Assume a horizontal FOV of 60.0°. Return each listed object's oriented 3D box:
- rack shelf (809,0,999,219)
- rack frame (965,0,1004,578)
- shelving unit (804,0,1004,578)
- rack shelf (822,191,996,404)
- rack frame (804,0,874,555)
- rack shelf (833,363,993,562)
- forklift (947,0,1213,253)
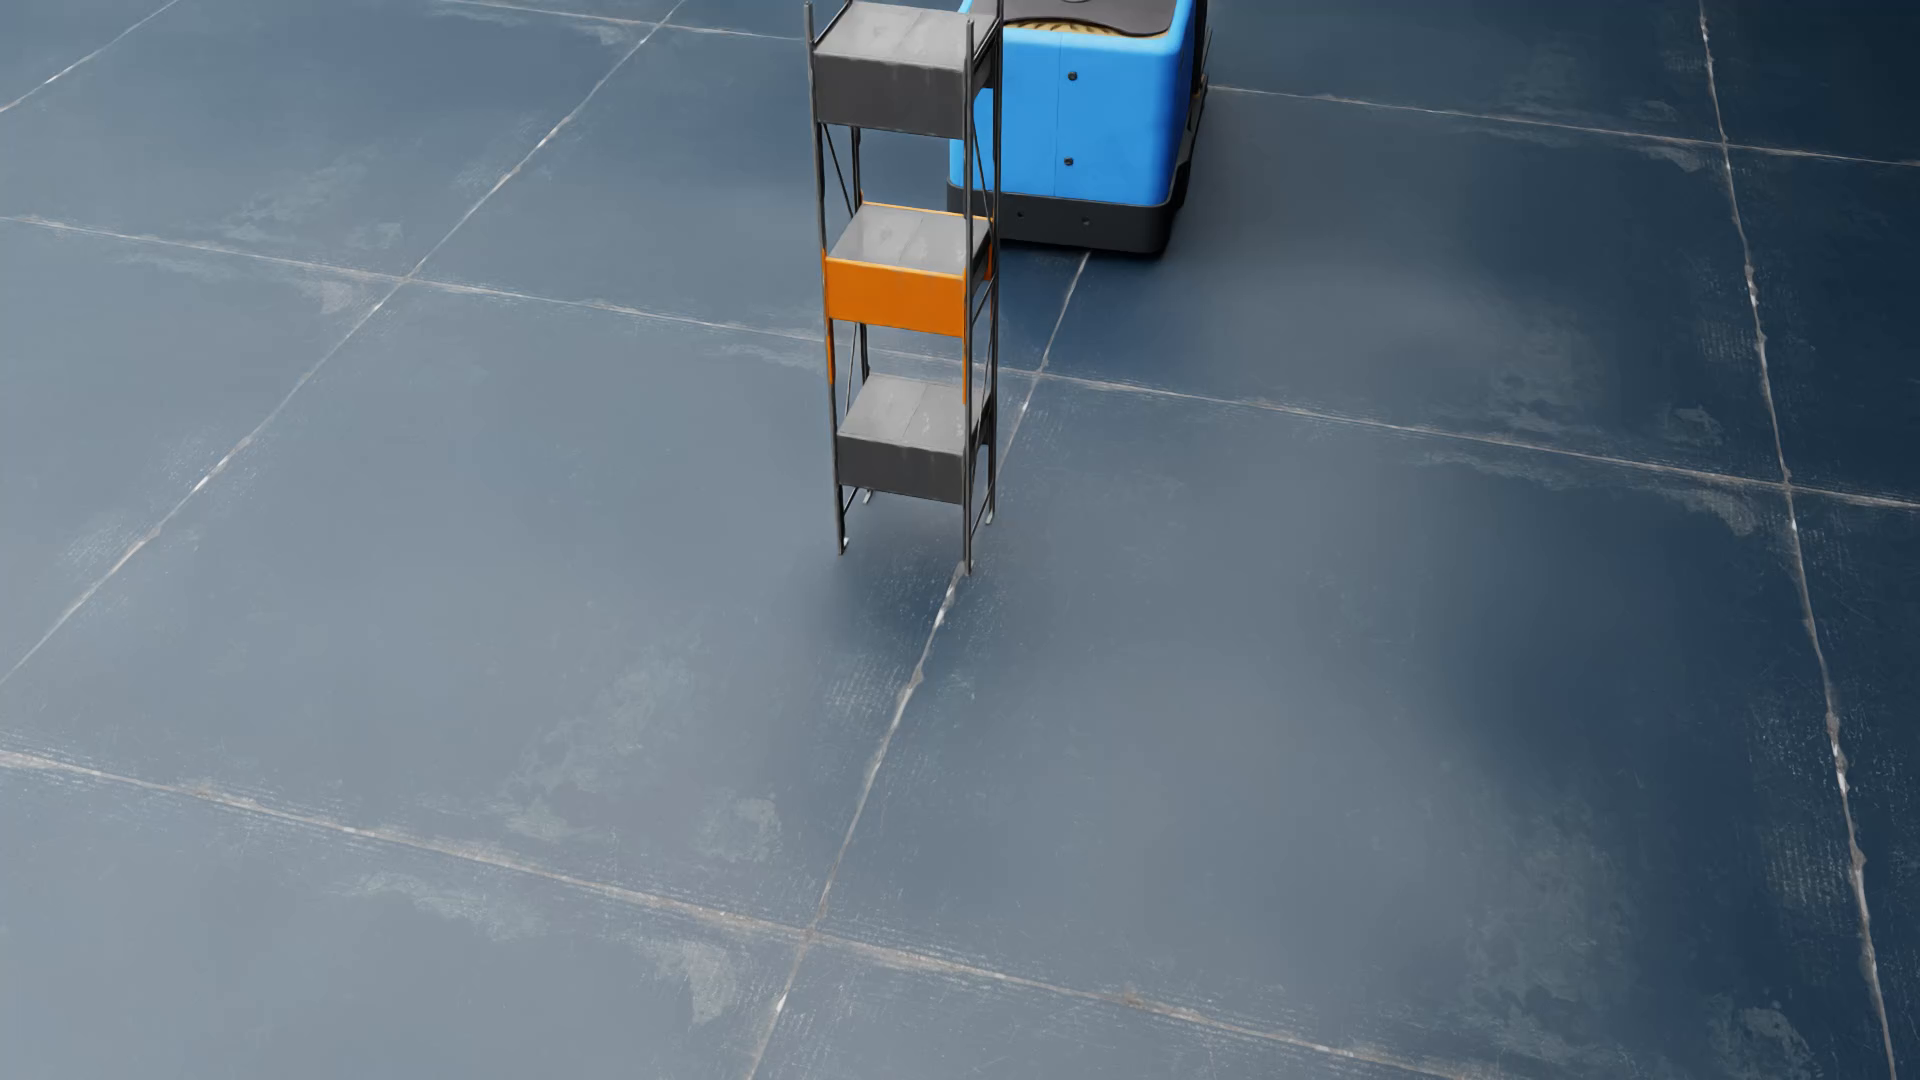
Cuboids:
[{"bbox_3d":[-0.160,-1.357,5.166,0.480,0.518,0.431,10,41,11],"label":"rack shelf"},{"bbox_3d":[0.076,-0.791,5.559,0.015,2.100,0.400,10,41,11],"label":"rack frame"},{"bbox_3d":[-0.160,-0.832,5.607,0.503,2.100,0.431,10,41,11],"label":"shelving unit"},{"bbox_3d":[-0.160,-0.821,5.616,0.480,0.518,0.431,10,41,11],"label":"rack shelf"},{"bbox_3d":[-0.396,-0.872,5.656,0.015,2.100,0.400,10,41,11],"label":"rack frame"},{"bbox_3d":[-0.160,-0.285,6.066,0.480,0.518,0.431,10,41,11],"label":"rack shelf"},{"bbox_3d":[0.741,-3.408,8.029,1.130,2.935,3.031,8,41,9],"label":"forklift"}]
